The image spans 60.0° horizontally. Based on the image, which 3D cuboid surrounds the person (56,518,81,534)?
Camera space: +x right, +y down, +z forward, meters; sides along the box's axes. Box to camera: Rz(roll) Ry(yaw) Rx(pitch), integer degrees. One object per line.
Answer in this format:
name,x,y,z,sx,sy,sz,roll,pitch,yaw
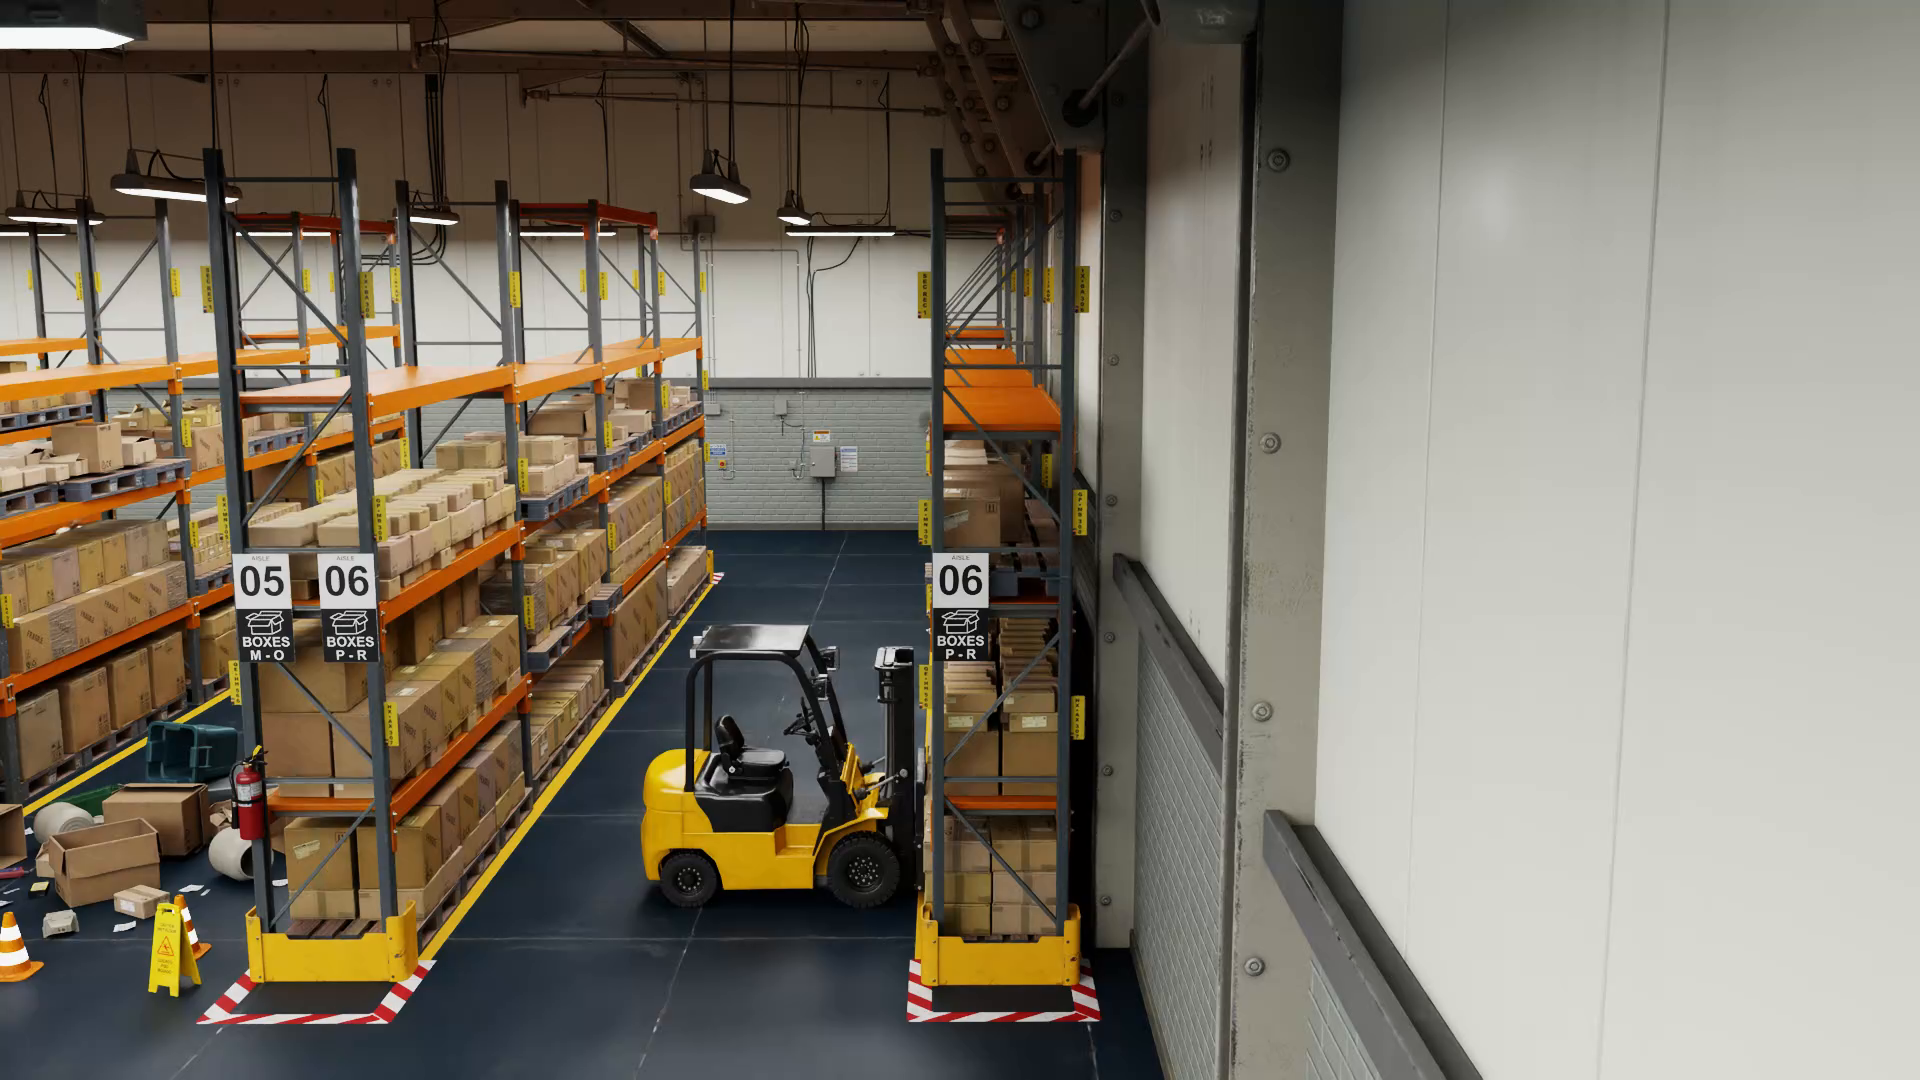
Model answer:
person,-12.773,0.466,24.005,0.673,1.800,0.773,-2,9,-12
